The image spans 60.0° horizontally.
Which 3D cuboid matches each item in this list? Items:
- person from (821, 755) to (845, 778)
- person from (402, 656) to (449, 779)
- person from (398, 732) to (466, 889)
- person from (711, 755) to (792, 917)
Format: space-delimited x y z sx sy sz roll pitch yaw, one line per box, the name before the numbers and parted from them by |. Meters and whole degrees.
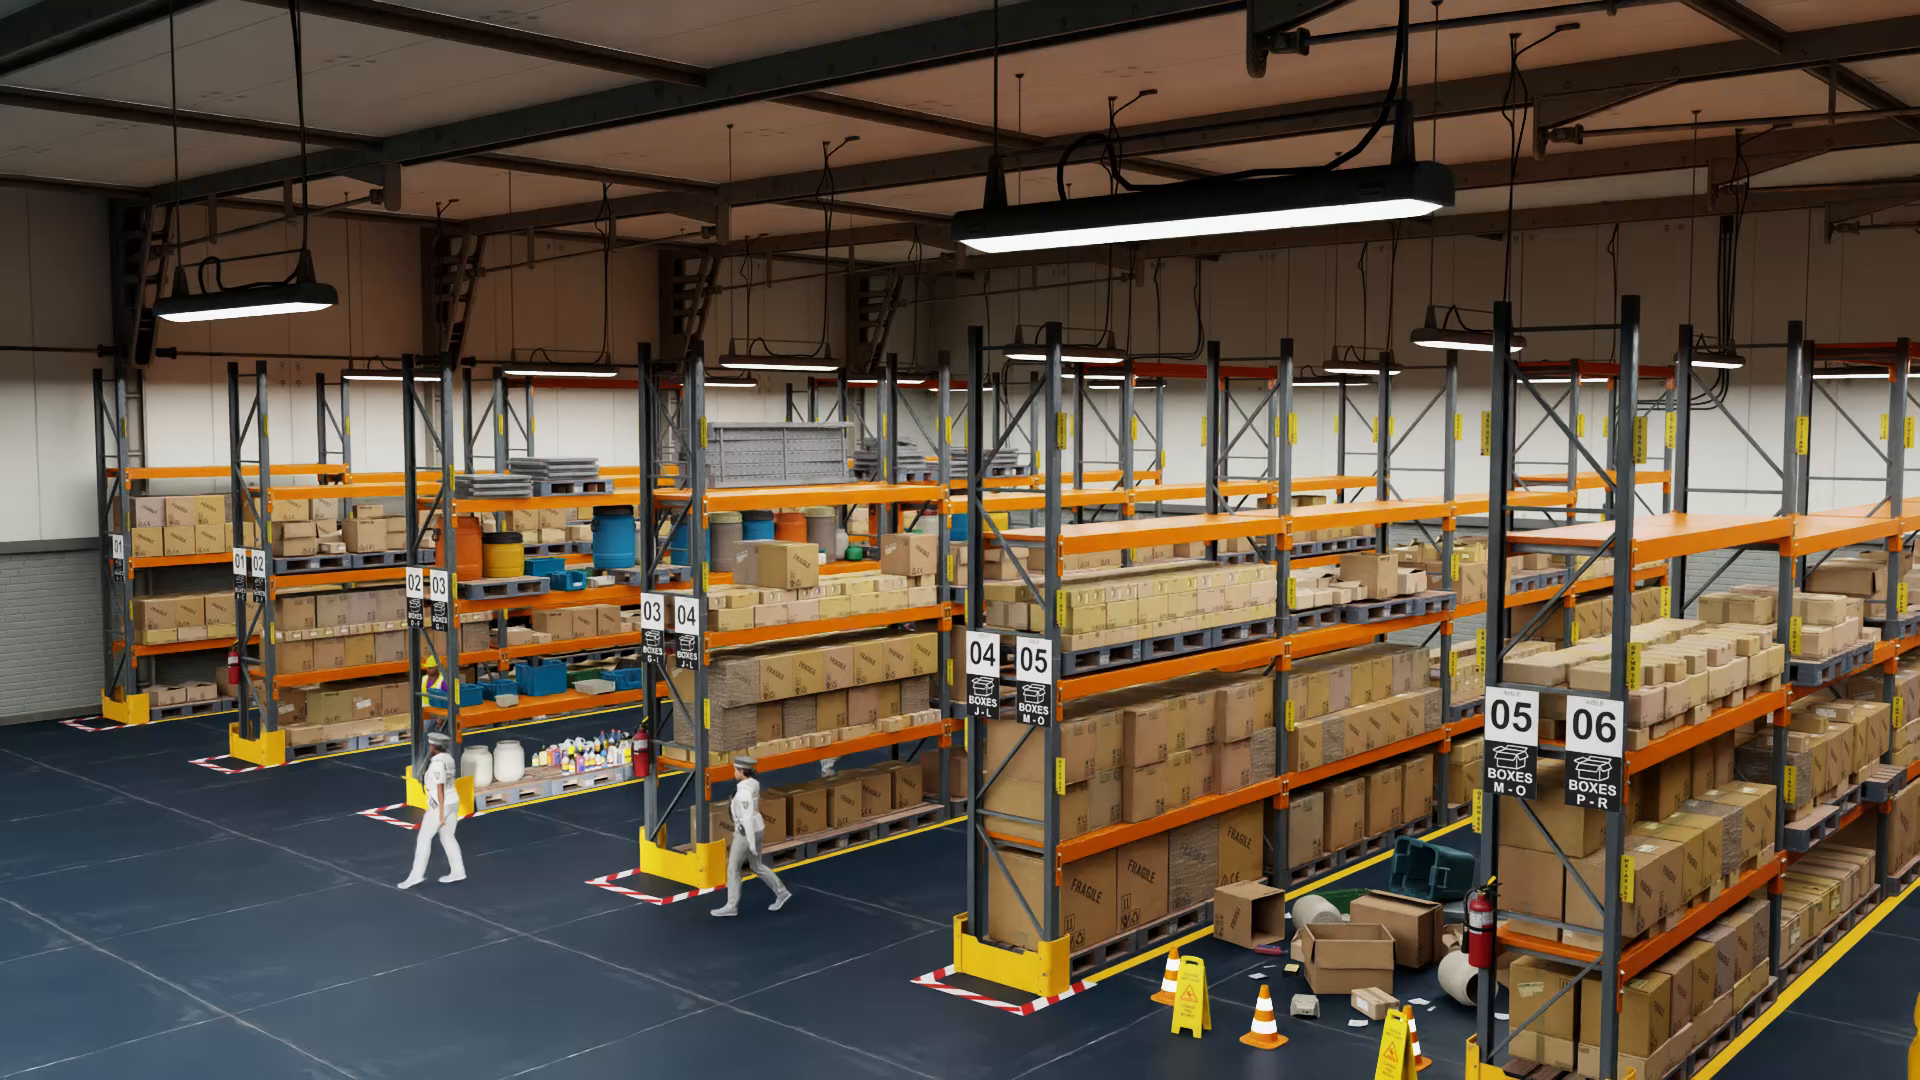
person | -1.833 2.591 23.543 0.447 1.674 0.519 -3 5 -38
person | -7.569 2.519 23.915 0.592 1.721 0.950 1 4 13
person | -5.838 2.987 18.451 0.648 1.659 0.576 1 4 8
person | -2.173 3.061 17.275 0.792 1.649 0.476 1 4 8
